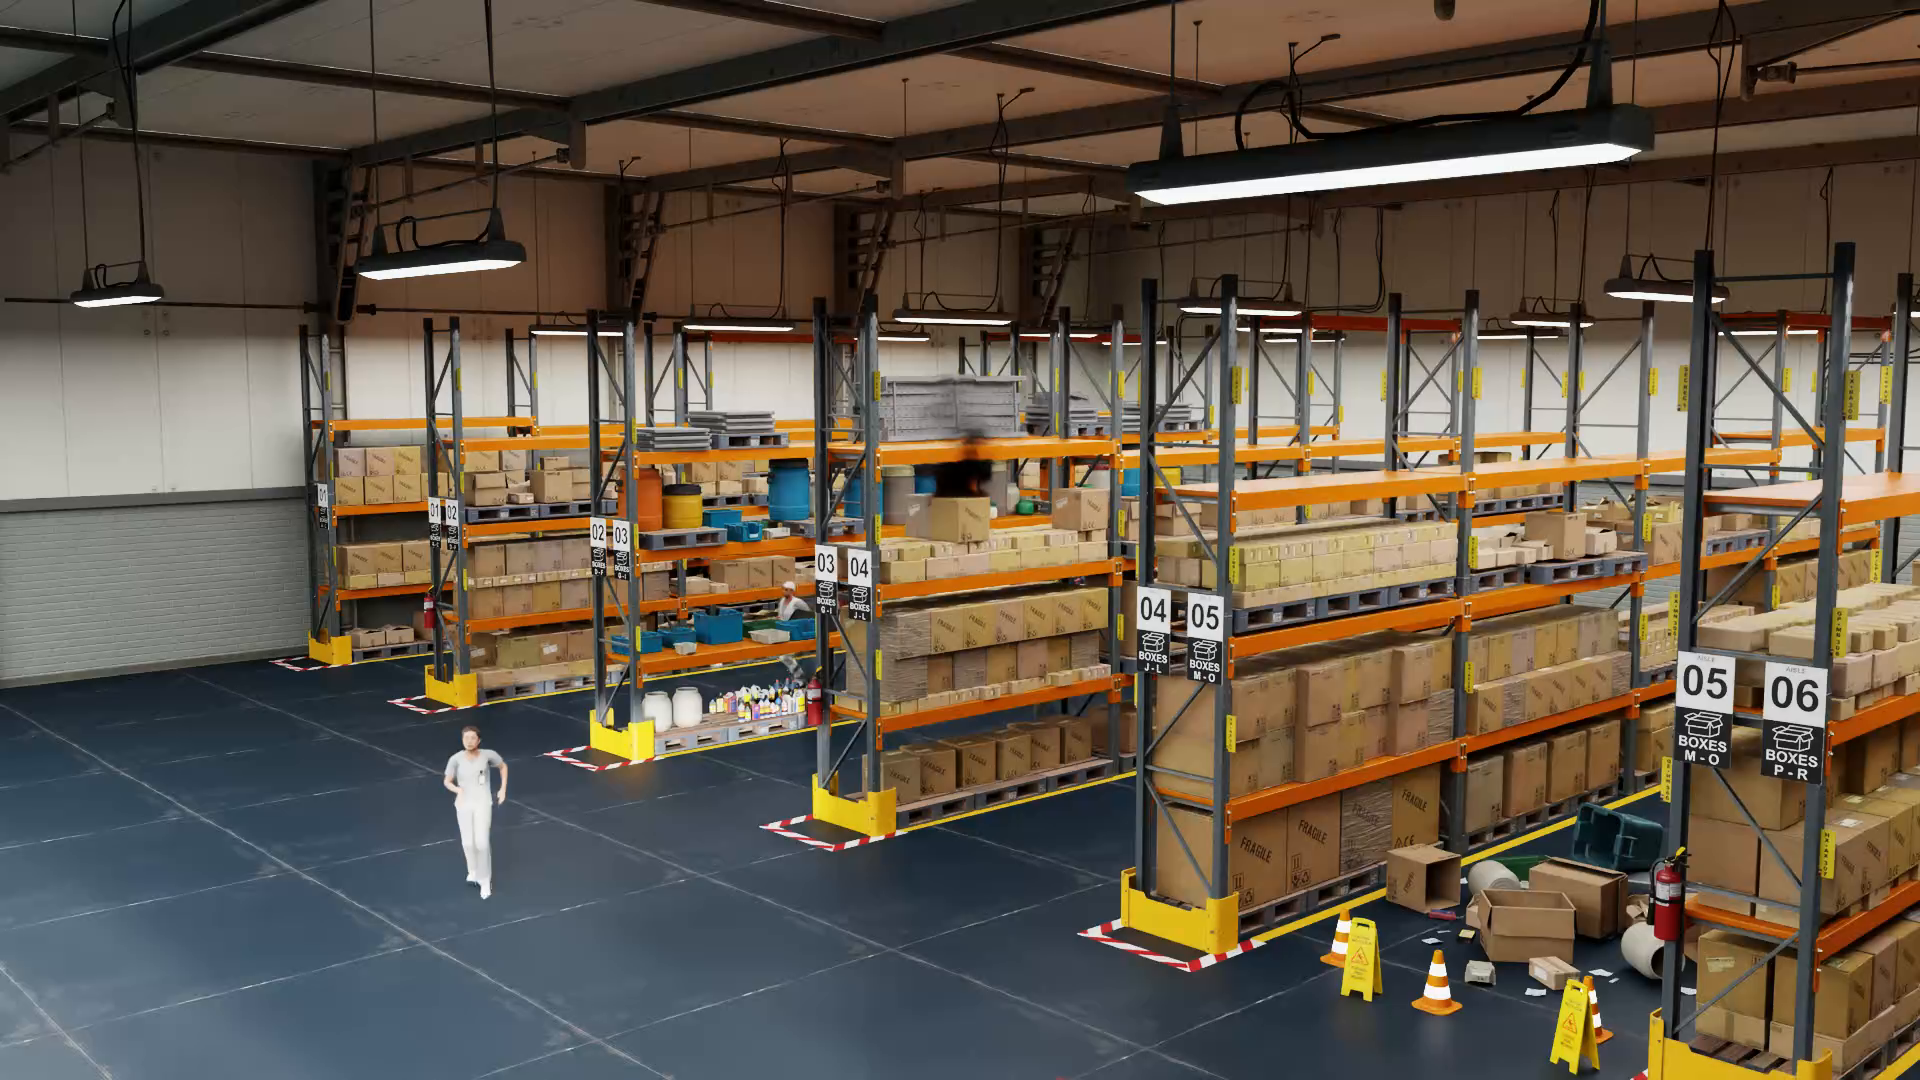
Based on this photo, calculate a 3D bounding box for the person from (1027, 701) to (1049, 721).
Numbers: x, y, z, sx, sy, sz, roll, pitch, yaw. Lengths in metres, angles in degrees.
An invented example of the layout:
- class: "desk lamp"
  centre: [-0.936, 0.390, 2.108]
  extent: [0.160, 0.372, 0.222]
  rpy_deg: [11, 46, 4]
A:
- class: "person"
  centre: [1.177, 1.894, 23.983]
  extent: [0.647, 1.727, 0.637]
  rpy_deg: [4, 7, 36]

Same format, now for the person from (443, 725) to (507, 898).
- class: "person"
  centre: [-4.802, 2.689, 16.495]
  extent: [0.585, 1.736, 0.729]
  rpy_deg: [-1, 6, -9]

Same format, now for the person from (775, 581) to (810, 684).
- class: "person"
  centre: [-2.819, 1.544, 27.113]
  extent: [0.609, 1.744, 0.651]
  rpy_deg: [-5, 8, -43]
